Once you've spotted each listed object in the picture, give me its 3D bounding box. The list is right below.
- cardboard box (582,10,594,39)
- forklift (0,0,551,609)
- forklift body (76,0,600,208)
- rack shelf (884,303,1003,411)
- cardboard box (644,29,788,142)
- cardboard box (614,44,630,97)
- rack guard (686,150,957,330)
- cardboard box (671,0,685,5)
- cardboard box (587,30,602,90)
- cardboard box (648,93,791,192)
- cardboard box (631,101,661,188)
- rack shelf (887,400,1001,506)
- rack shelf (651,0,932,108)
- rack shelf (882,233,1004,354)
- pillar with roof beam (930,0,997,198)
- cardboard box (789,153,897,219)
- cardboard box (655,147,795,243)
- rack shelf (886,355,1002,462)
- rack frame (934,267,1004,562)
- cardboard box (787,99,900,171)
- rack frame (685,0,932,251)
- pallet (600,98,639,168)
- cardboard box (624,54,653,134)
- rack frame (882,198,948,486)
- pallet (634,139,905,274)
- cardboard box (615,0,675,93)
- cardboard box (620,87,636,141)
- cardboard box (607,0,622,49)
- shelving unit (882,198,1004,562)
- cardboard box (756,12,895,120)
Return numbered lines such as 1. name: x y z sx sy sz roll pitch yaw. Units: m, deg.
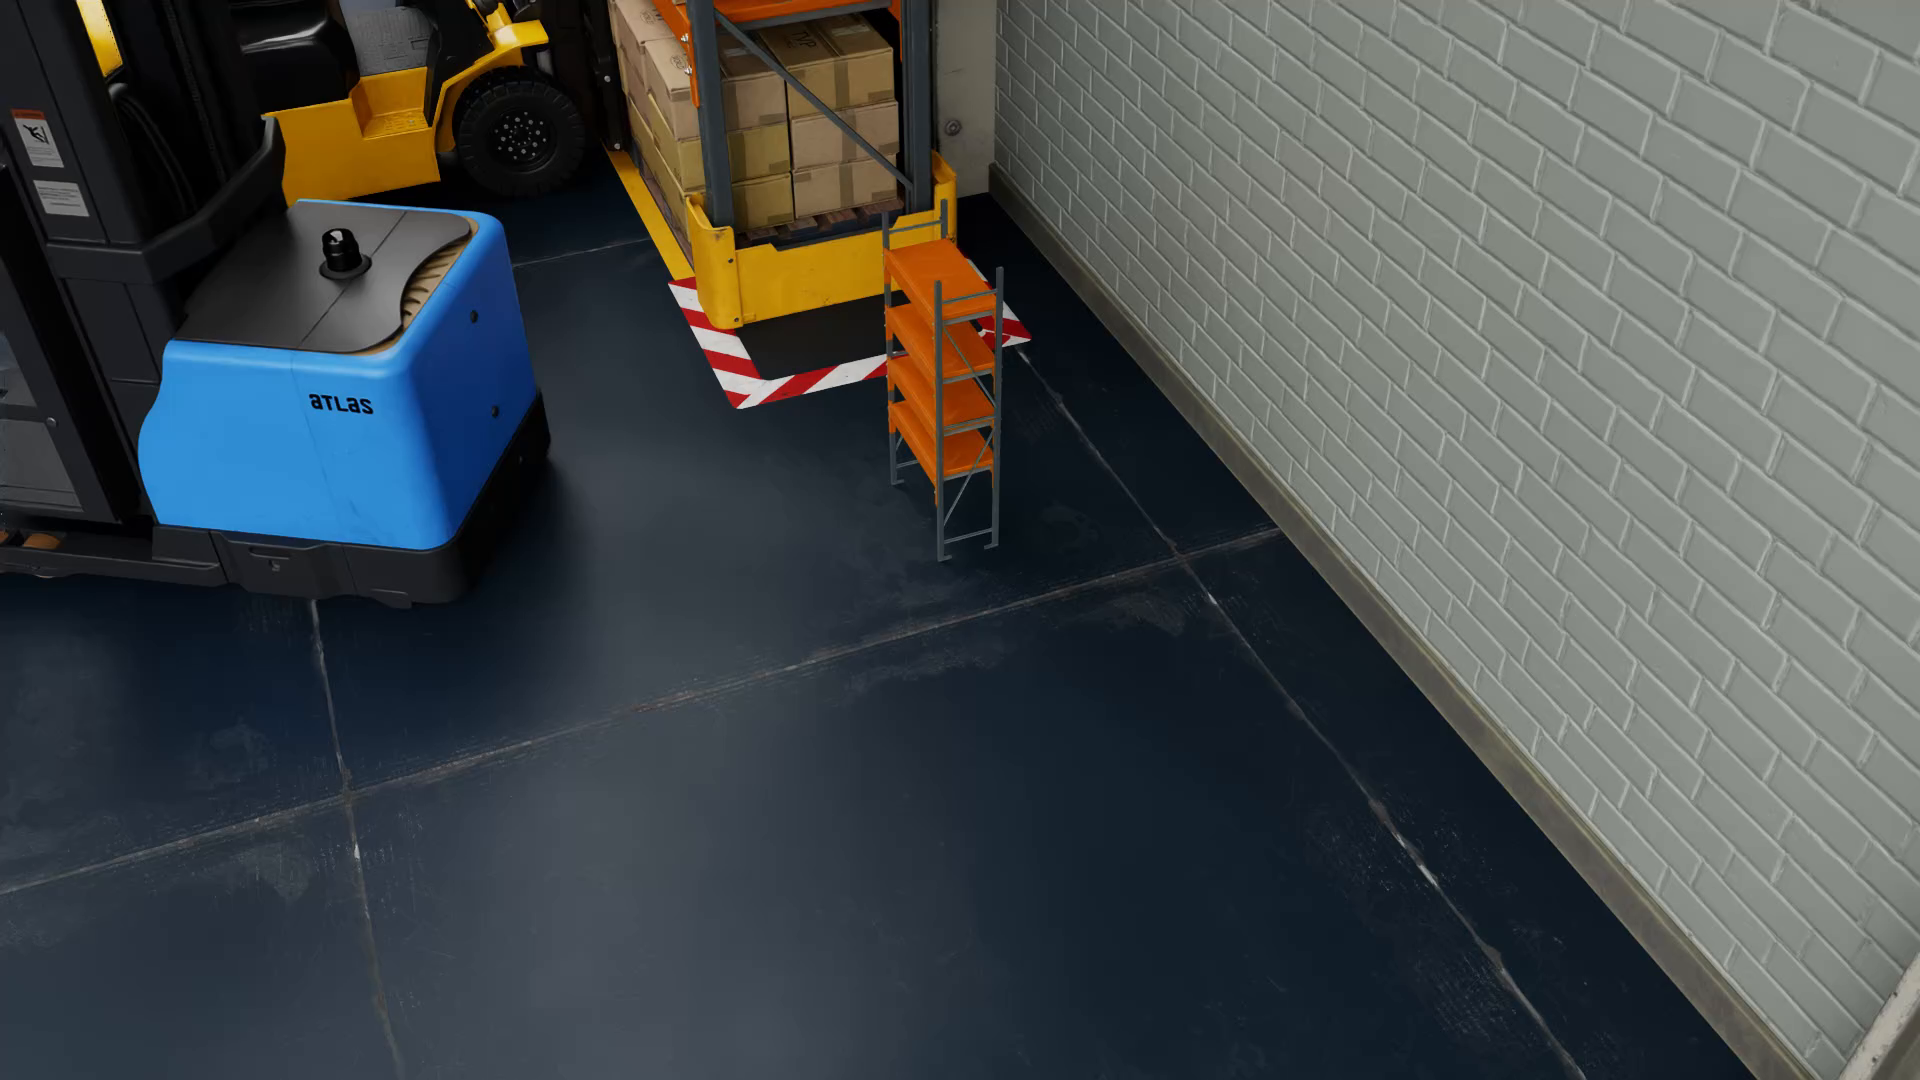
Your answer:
1. cardboard box: -1.671 -2.750 8.550 0.500 0.250 0.500 -15 43 -17
2. forklift: -3.183 -1.306 5.520 3.031 2.935 1.130 6 41 6
3. forklift body: -3.020 -2.681 7.718 2.313 2.155 1.214 -15 43 -17
4. rack shelf: -0.063 -0.673 5.873 0.258 0.148 0.480 -15 43 -17
5. cardboard box: -1.073 -2.011 7.308 0.500 0.250 0.500 -14 43 -15
6. cardboard box: -1.483 -2.447 8.199 0.500 0.250 0.500 -16 43 -18
7. rack guard: -0.600 -1.353 7.440 1.175 0.500 0.348 -15 43 -17
8. cardboard box: -1.040 -2.584 6.878 0.500 0.500 0.500 -16 43 -18
9. cardboard box: -1.665 -2.549 8.701 0.500 0.250 0.500 -14 43 -16
10. cardboard box: -1.084 -1.837 7.489 0.500 0.250 0.500 -16 43 -17
11. cardboard box: -1.262 -1.938 7.990 0.500 0.250 0.500 -15 43 -17
12. rack shelf: -0.063 -0.353 6.148 0.258 0.148 0.480 -15 43 -17
13. rack shelf: -1.374 -3.247 8.277 1.077 0.370 4.000 -15 43 -17
14. rack shelf: -0.063 -0.853 5.719 0.258 0.148 0.480 -15 43 -17
15. pillar with roof beam: -4.020 -4.160 4.186 9.100 9.000 0.400 -15 43 -17
16. cardboard box: -0.616 -1.777 7.802 0.500 0.250 0.500 -15 43 -17
17. cardboard box: -1.081 -1.636 7.639 0.500 0.250 0.500 -15 43 -17
18. rack shelf: -0.063 -0.504 6.019 0.258 0.148 0.480 -15 43 -17
19. rack frame: 0.030 -0.408 5.804 0.240 1.200 0.015 -15 43 -17
20. cardboard box: -0.597 -1.957 7.628 0.500 0.250 0.500 -14 43 -16
21. rack frame: -0.609 -2.315 6.642 1.000 3.000 0.127 -15 43 -17
22. pallet: -1.403 -2.442 8.928 1.003 0.211 1.213 -15 43 -17
23. cardboard box: -1.266 -2.142 7.843 0.500 0.250 0.500 -16 43 -17
24. rack frame: -0.157 -0.702 6.146 0.240 1.200 0.015 -15 43 -17
25. pallet: -0.940 -1.708 8.075 1.003 0.211 1.213 -15 43 -17
26. cardboard box: -1.274 -2.317 7.664 0.500 0.250 0.500 -14 43 -16
27. cardboard box: -1.445 -2.242 8.343 0.500 0.250 0.500 -15 43 -16
28. cardboard box: -1.476 -2.618 8.014 0.500 0.250 0.500 -15 43 -16
29. shelving unit: -0.063 -0.555 5.975 0.258 1.200 0.503 -15 43 -17
30. cardboard box: -0.618 -2.148 7.467 0.500 0.250 0.500 -16 43 -18
